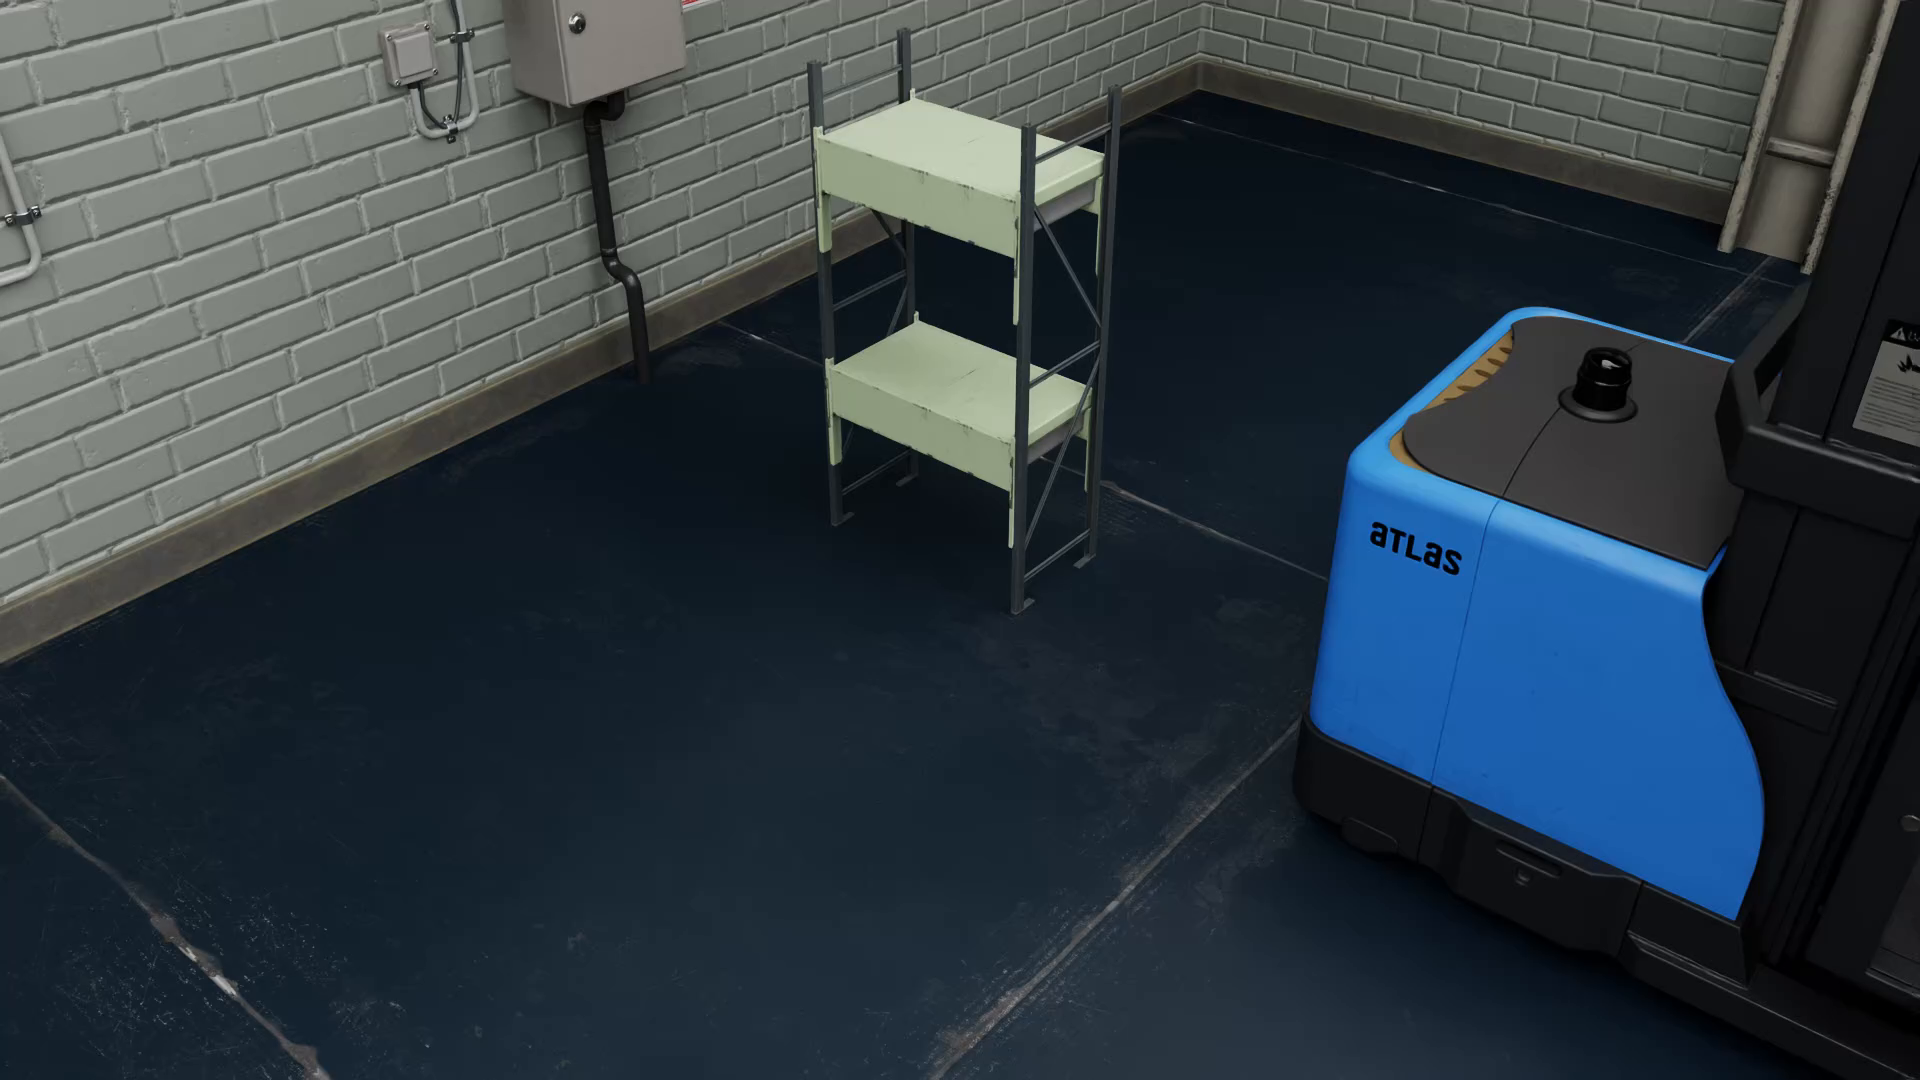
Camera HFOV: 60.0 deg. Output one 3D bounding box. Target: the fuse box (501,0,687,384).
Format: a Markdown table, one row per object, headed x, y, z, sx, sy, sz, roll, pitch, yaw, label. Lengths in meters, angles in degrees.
| x | y | z | sx | sy | sz | roll | pitch | yaw | label |
| --- | --- | --- | --- | --- | --- | --- | --- | --- | --- |
| -1.118 | -1.294 | 5.622 | 0.414 | 1.711 | 0.539 | 25 | 42 | 32 | fuse box |

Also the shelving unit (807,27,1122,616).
| x | y | z | sx | sy | sz | roll | pitch | yaw | label |
| --- | --- | --- | --- | --- | --- | --- | --- | --- | --- |
| 0.005 | -0.616 | 4.822 | 0.755 | 1.500 | 0.400 | 25 | 42 | 32 | shelving unit |

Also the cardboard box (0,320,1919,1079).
| x | y | z | sx | sy | sz | roll | pitch | yaw | label |
| --- | --- | --- | --- | --- | --- | --- | --- | --- | --- |
| 2.303 | 2.200 | 0.678 | 13.522 | 1.550 | 6.103 | 24 | 41 | 31 | cardboard box |

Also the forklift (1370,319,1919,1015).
| x | y | z | sx | sy | sz | roll | pitch | yaw | label |
| --- | --- | --- | --- | --- | --- | --- | --- | --- | --- |
| 2.345 | -0.156 | 2.966 | 2.937 | 2.843 | 1.107 | 24 | 41 | 31 | forklift |

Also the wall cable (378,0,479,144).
| x | y | z | sx | sy | sz | roll | pitch | yaw | label |
| --- | --- | --- | --- | --- | --- | --- | --- | --- | --- |
| -1.676 | -2.004 | 4.621 | 0.122 | 1.984 | 0.588 | 25 | 42 | 32 | wall cable |

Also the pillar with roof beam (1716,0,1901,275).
| x | y | z | sx | sy | sz | roll | pitch | yaw | label |
| --- | --- | --- | --- | --- | --- | --- | --- | --- | --- |
| 0.697 | -3.061 | 1.758 | 0.400 | 9.000 | 9.100 | 25 | 42 | 32 | pillar with roof beam |

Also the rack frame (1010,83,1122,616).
| x | y | z | sx | sy | sz | roll | pitch | yaw | label |
| --- | --- | --- | --- | --- | --- | --- | --- | --- | --- |
| 0.286 | -0.483 | 4.629 | 0.023 | 1.500 | 0.400 | 25 | 42 | 32 | rack frame |

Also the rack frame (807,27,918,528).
| x | y | z | sx | sy | sz | roll | pitch | yaw | label |
| --- | --- | --- | --- | --- | --- | --- | --- | --- | --- |
| -0.276 | -0.748 | 5.015 | 0.023 | 1.500 | 0.400 | 25 | 42 | 32 | rack frame |

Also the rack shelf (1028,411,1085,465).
| x | y | z | sx | sy | sz | roll | pitch | yaw | label |
| --- | --- | --- | --- | --- | --- | --- | --- | --- | --- |
| 0.005 | -0.406 | 4.966 | 0.664 | 0.071 | 0.332 | 25 | 42 | 32 | rack shelf |
